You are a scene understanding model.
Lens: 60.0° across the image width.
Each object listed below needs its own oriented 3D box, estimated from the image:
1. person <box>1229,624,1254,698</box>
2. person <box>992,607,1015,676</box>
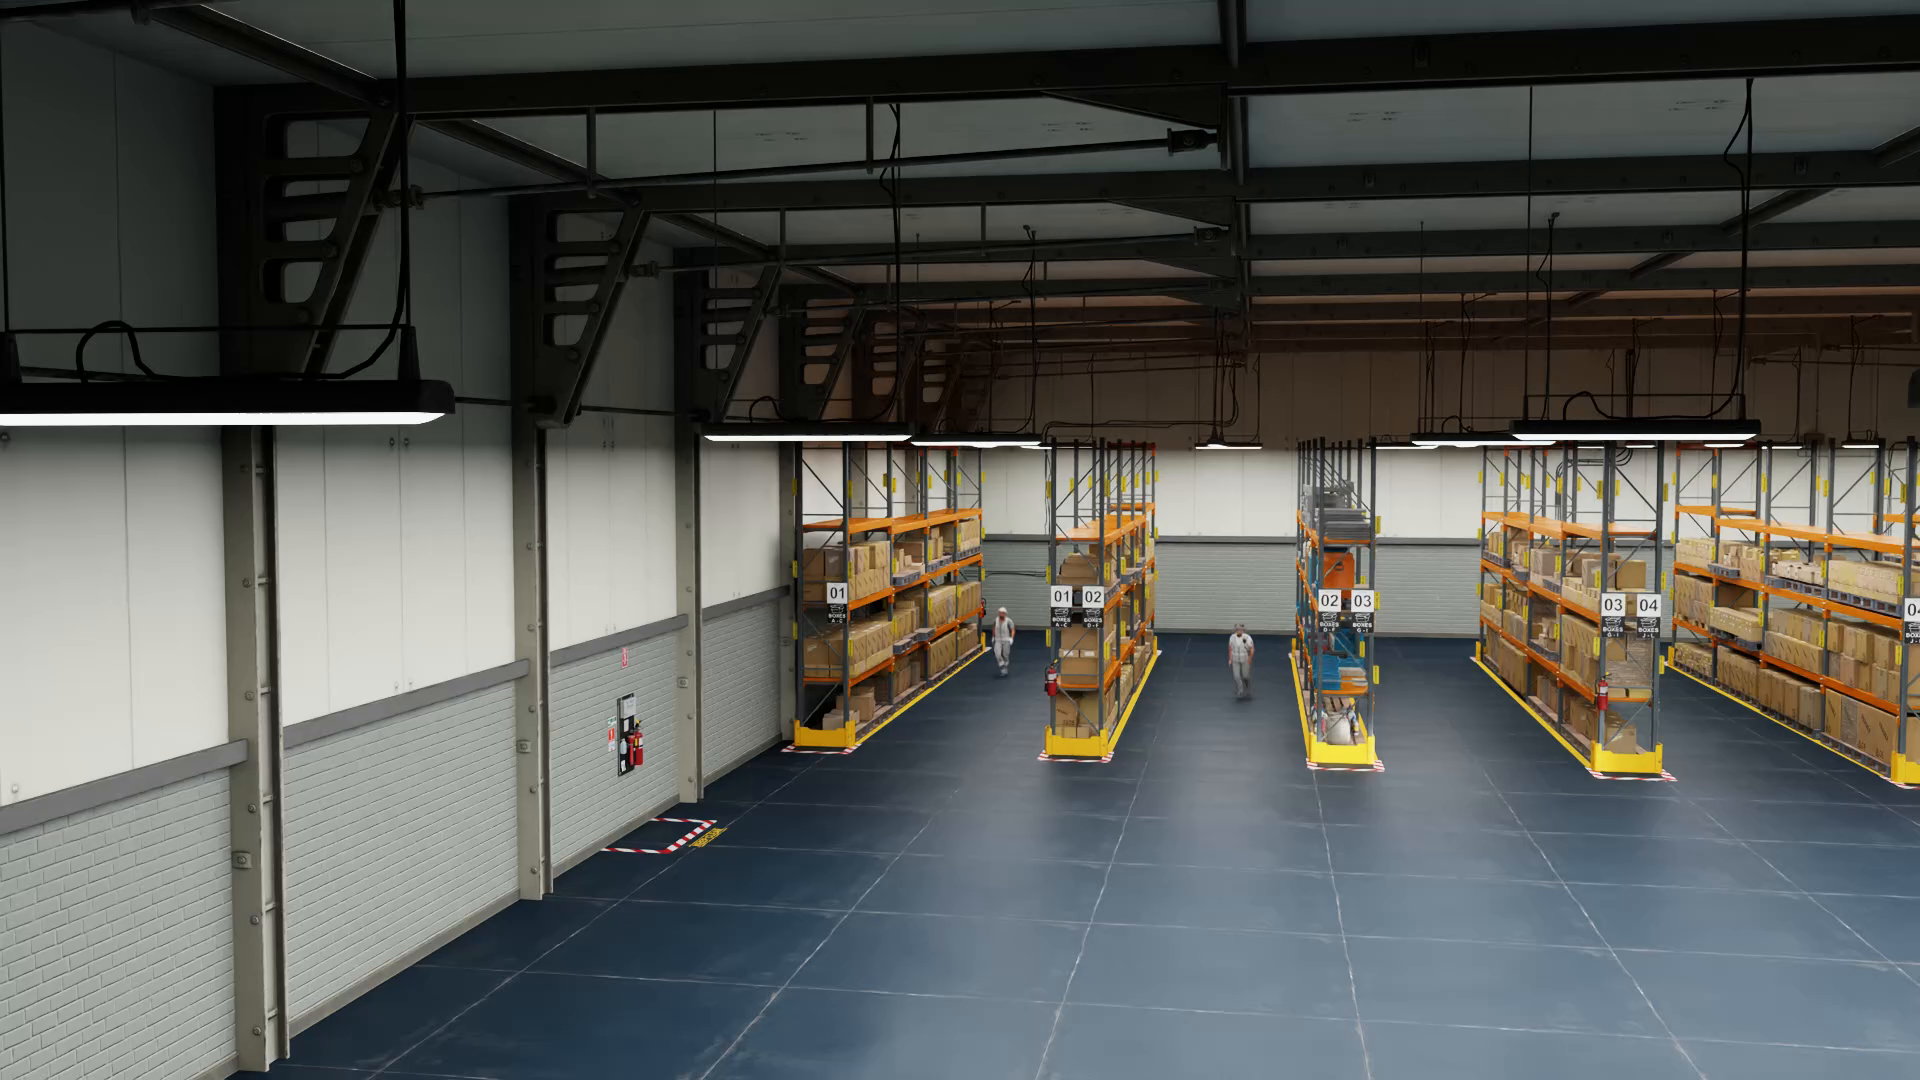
[{"bbox_3d":[6.604,2.807,38.945,0.598,1.728,0.643,1,3,21],"label":"person"},{"bbox_3d":[1.105,2.636,42.657,0.670,1.840,0.676,1,3,18],"label":"person"}]
